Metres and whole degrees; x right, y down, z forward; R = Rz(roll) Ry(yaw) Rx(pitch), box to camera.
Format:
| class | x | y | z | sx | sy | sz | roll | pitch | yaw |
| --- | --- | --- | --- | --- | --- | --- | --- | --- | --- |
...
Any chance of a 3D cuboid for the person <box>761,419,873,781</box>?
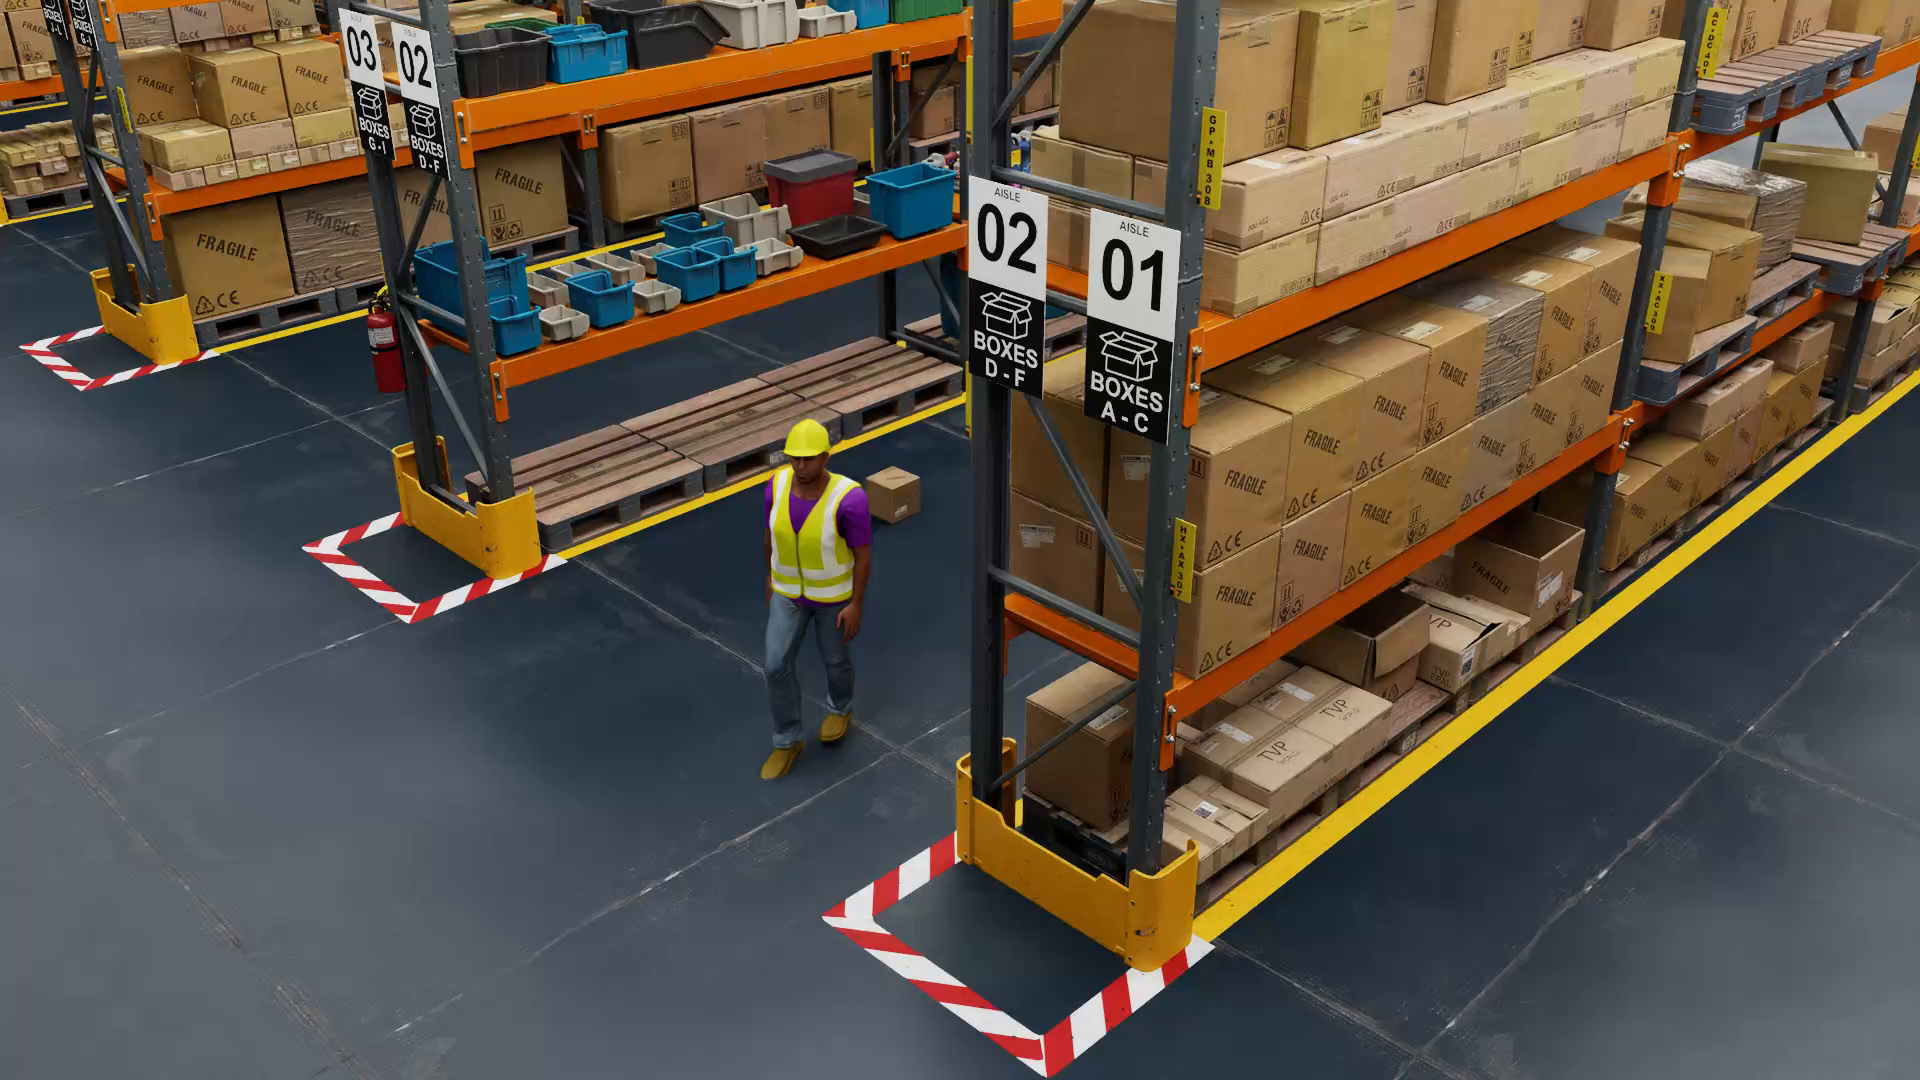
| class | x | y | z | sx | sy | sz | roll | pitch | yaw |
| --- | --- | --- | --- | --- | --- | --- | --- | --- | --- |
| person | -0.721 | 0.294 | 8.050 | 0.609 | 1.818 | 0.646 | 8 | 29 | 15 |
